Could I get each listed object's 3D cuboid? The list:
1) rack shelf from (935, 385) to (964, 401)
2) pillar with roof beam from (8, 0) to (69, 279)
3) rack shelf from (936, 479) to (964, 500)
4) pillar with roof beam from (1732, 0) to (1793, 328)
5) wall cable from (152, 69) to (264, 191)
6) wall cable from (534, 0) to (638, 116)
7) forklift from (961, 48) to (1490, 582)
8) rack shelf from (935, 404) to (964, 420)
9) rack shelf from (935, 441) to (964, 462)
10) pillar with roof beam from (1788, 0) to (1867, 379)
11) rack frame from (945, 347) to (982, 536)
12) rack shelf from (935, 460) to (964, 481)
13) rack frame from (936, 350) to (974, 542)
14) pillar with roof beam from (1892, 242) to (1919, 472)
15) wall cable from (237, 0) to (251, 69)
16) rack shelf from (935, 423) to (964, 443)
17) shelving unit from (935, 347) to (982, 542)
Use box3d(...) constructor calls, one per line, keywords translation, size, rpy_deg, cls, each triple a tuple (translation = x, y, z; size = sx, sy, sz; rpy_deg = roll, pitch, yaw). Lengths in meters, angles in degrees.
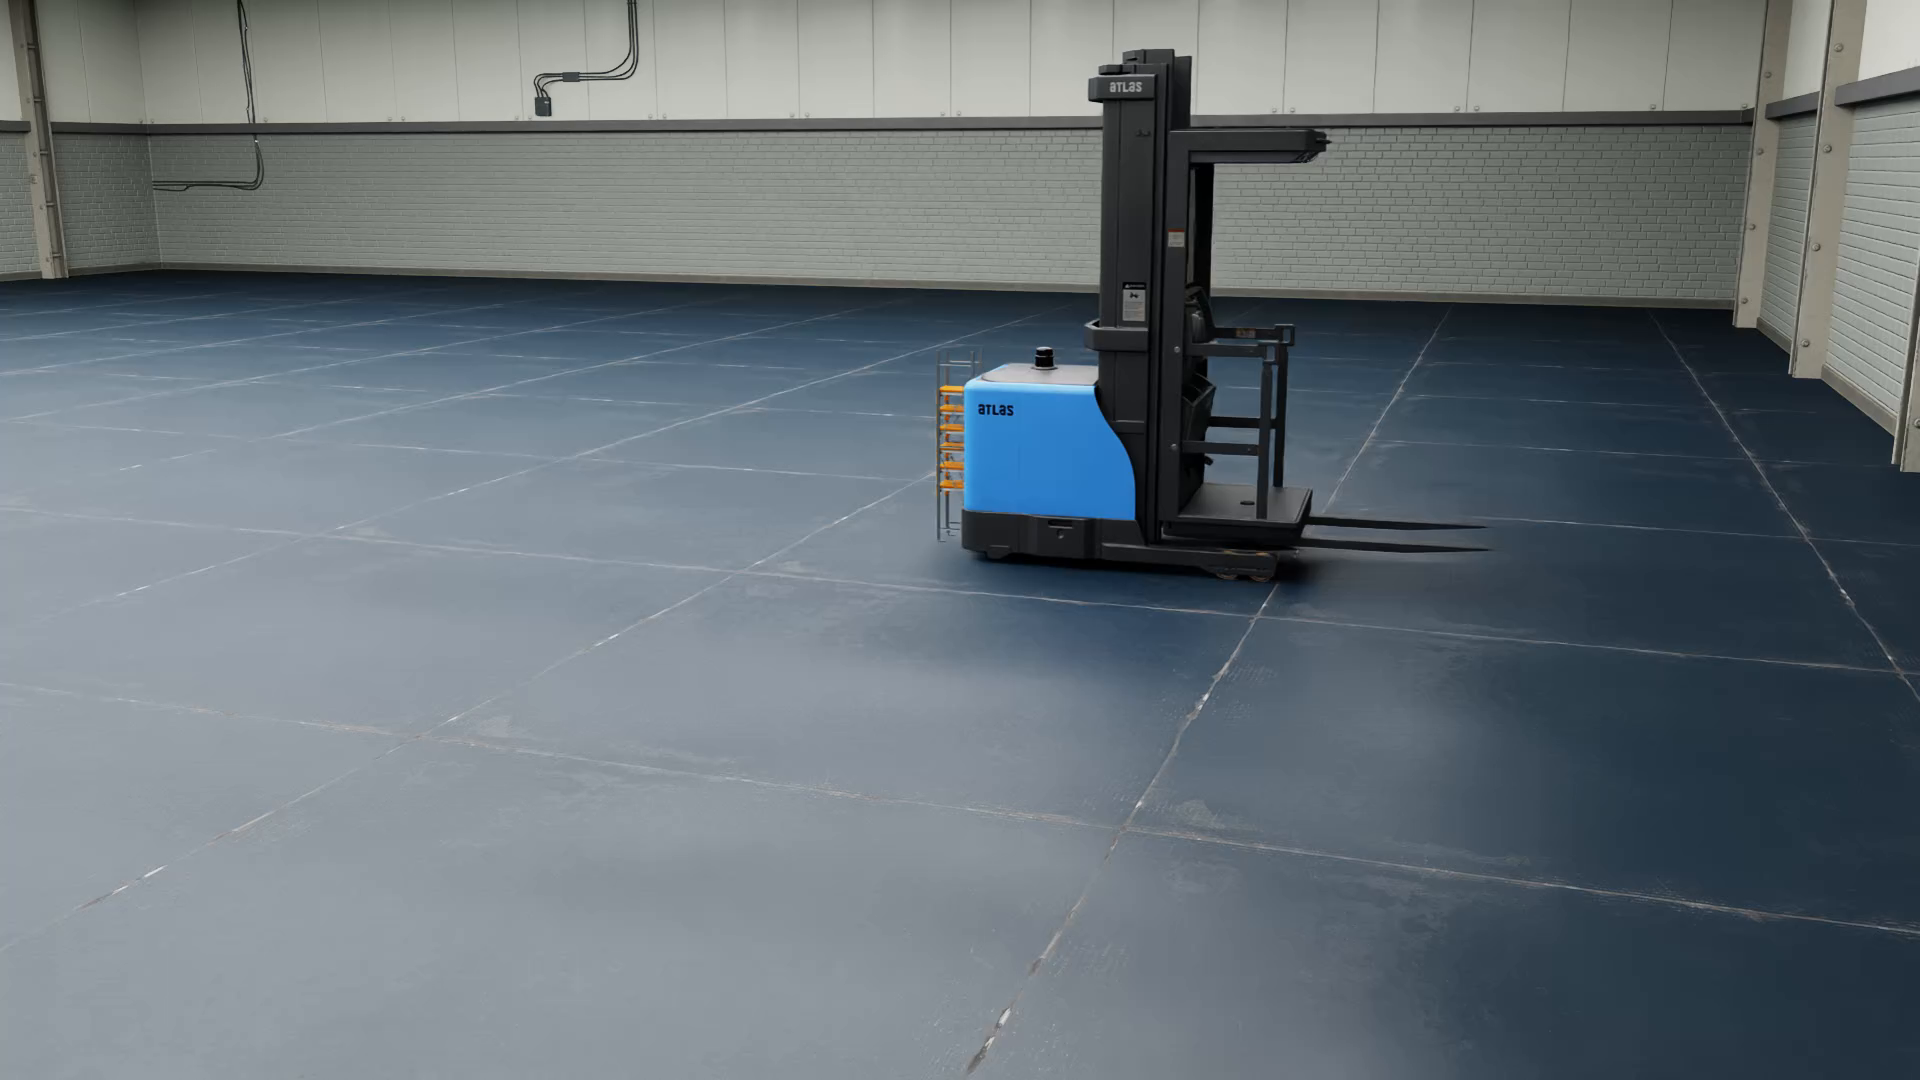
box3d(translation=(-0.003, -0.896, 10.298), size=(0.258, 0.103, 0.180), rpy_deg=(4, 13, 16), cls="rack shelf")
box3d(translation=(-14.394, -9.430, 31.580), size=(9.100, 9.000, 0.400), rpy_deg=(4, 14, 18), cls="pillar with roof beam")
box3d(translation=(-0.003, -0.311, 10.432), size=(0.258, 0.103, 0.180), rpy_deg=(4, 13, 16), cls="rack shelf")
box3d(translation=(7.265, -7.782, 24.359), size=(9.100, 9.000, 0.400), rpy_deg=(4, 14, 18), cls="pillar with roof beam")
box3d(translation=(-16.263, -8.751, 35.584), size=(3.097, 2.526, 0.112), rpy_deg=(4, 14, 18), cls="wall cable")
box3d(translation=(-7.285, -11.236, 31.851), size=(2.305, 6.003, 0.169), rpy_deg=(4, 14, 18), cls="wall cable")
box3d(translation=(1.584, -1.322, 9.694), size=(3.031, 2.935, 1.130), rpy_deg=(4, 13, 15), cls="forklift")
box3d(translation=(-0.003, -0.779, 10.325), size=(0.258, 0.103, 0.180), rpy_deg=(4, 13, 16), cls="rack shelf")
box3d(translation=(-0.003, -0.545, 10.378), size=(0.258, 0.103, 0.180), rpy_deg=(4, 13, 16), cls="rack shelf")
box3d(translation=(5.324, -6.518, 18.824), size=(9.100, 9.000, 0.400), rpy_deg=(4, 14, 18), cls="pillar with roof beam")
box3d(translation=(0.023, -0.608, 10.454), size=(0.240, 1.200, 0.006), rpy_deg=(4, 13, 16), cls="rack frame")
box3d(translation=(-0.003, -0.428, 10.405), size=(0.258, 0.103, 0.180), rpy_deg=(4, 13, 16), cls="rack shelf")
box3d(translation=(-0.030, -0.569, 10.283), size=(0.240, 1.200, 0.006), rpy_deg=(4, 13, 16), cls="rack frame")
box3d(translation=(3.383, -5.255, 13.289), size=(9.100, 9.000, 0.400), rpy_deg=(4, 14, 18), cls="pillar with roof beam")
box3d(translation=(-13.703, -11.018, 34.168), size=(3.097, 2.526, 0.112), rpy_deg=(4, 14, 18), cls="wall cable")
box3d(translation=(-0.003, -0.662, 10.352), size=(0.258, 0.103, 0.180), rpy_deg=(4, 13, 16), cls="rack shelf")
box3d(translation=(-0.003, -0.588, 10.368), size=(0.258, 1.200, 0.189), rpy_deg=(4, 13, 16), cls="shelving unit")
